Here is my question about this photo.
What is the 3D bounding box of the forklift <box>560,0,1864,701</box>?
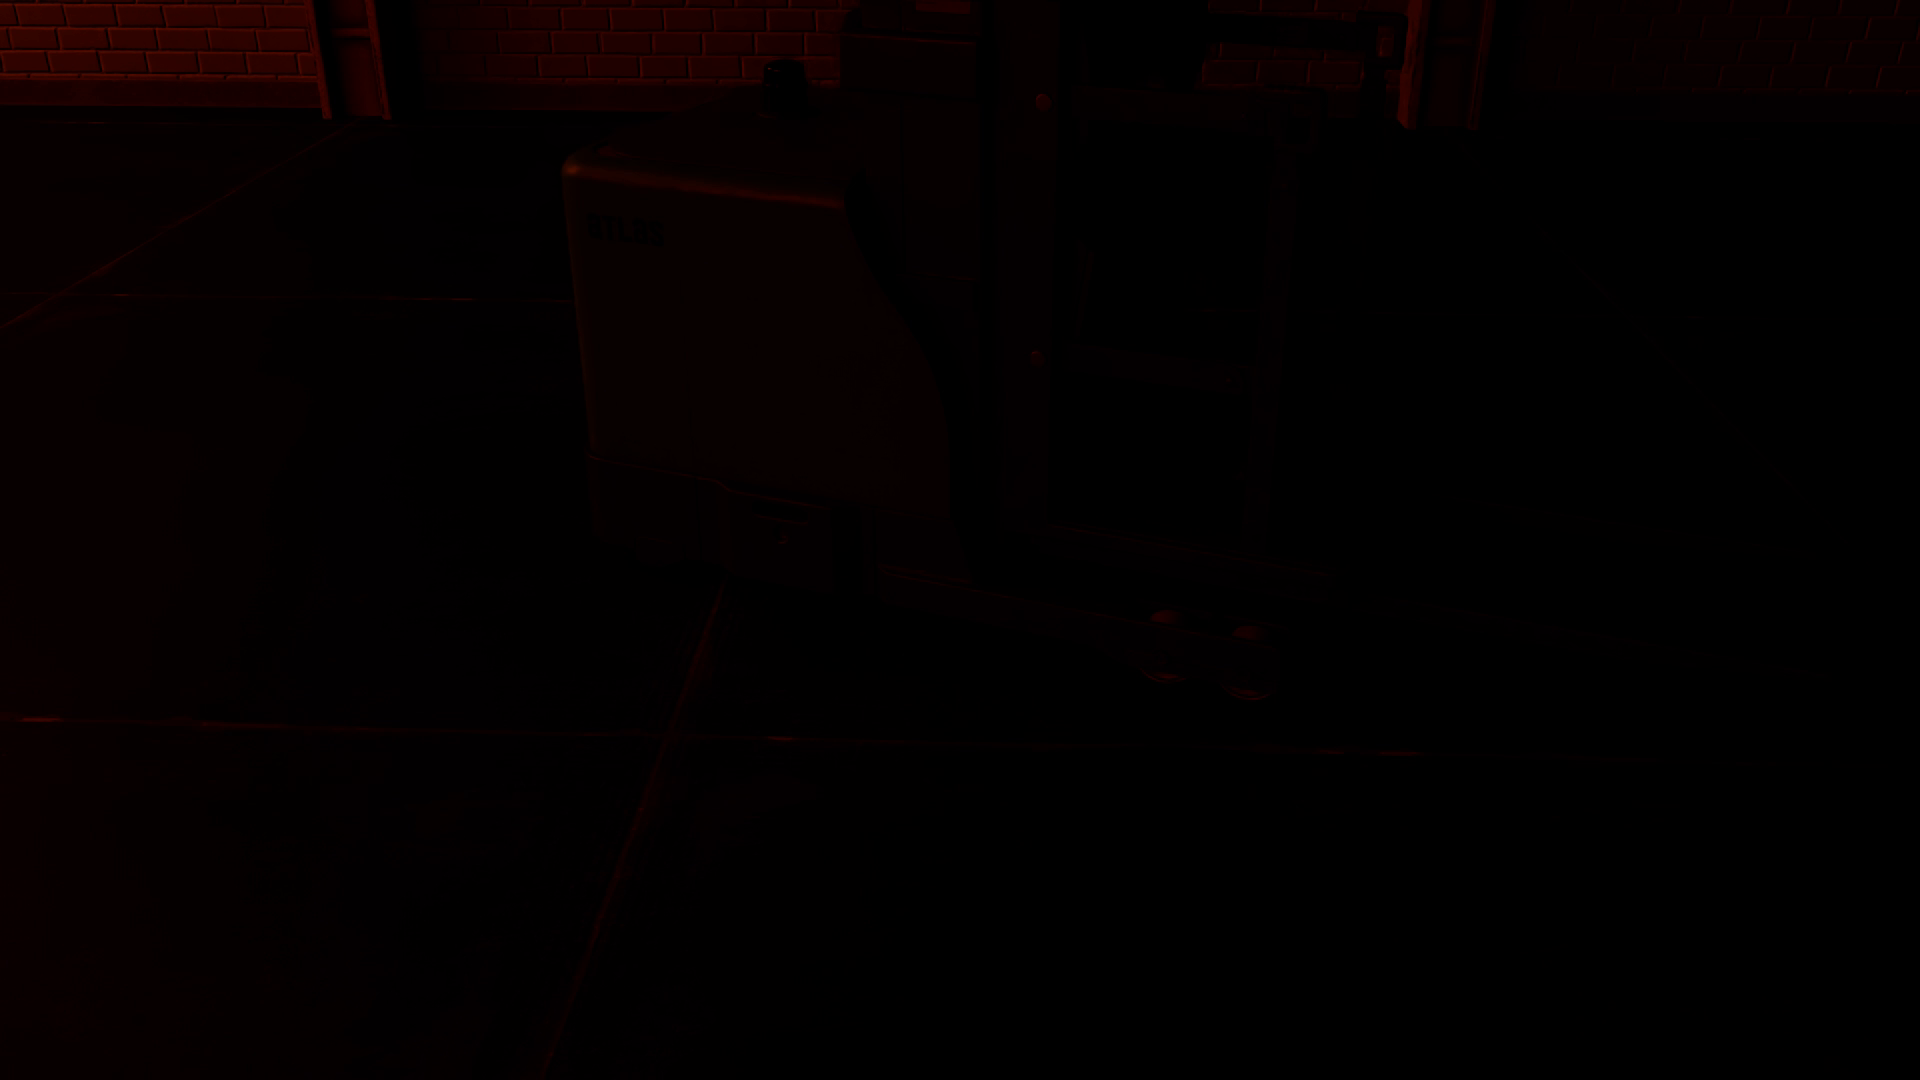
[{"bbox_3d":[0.592,-1.217,3.675,3.031,2.935,1.130,10,28,20],"label":"forklift"}]
